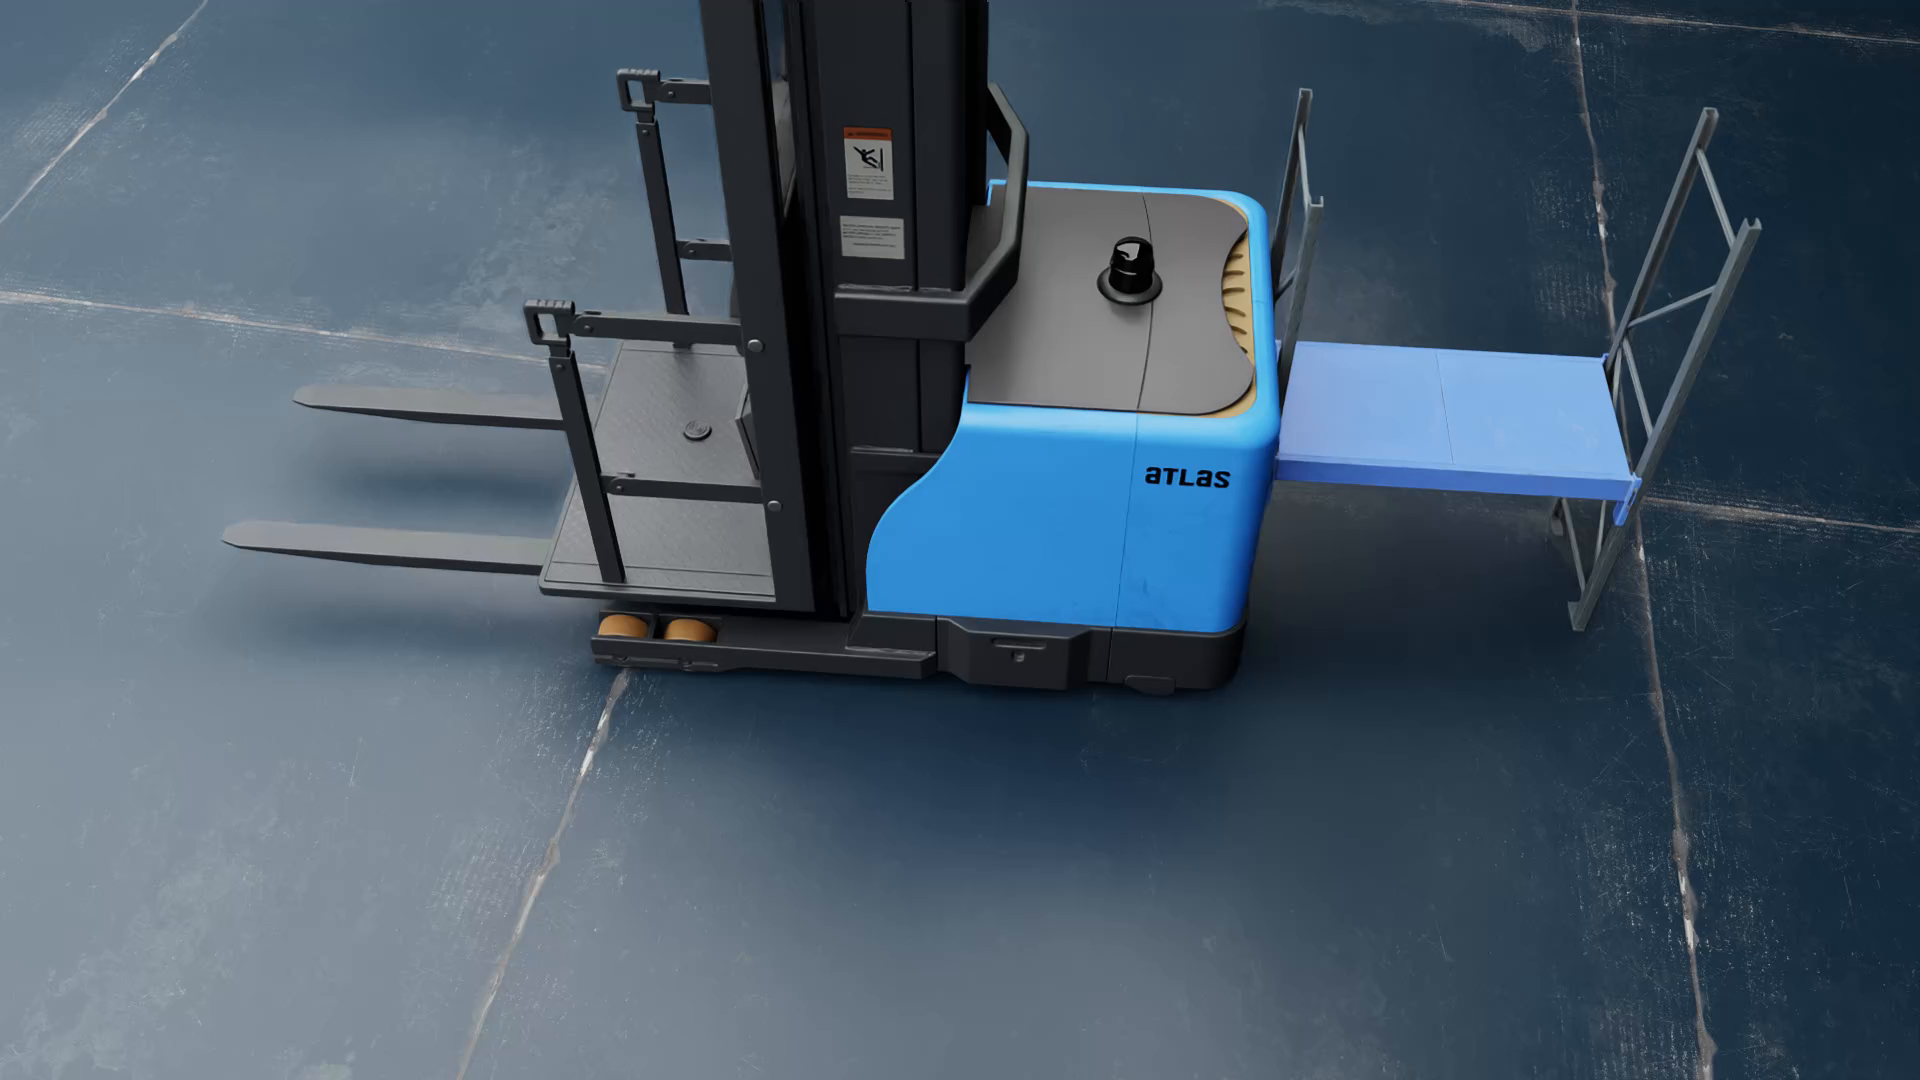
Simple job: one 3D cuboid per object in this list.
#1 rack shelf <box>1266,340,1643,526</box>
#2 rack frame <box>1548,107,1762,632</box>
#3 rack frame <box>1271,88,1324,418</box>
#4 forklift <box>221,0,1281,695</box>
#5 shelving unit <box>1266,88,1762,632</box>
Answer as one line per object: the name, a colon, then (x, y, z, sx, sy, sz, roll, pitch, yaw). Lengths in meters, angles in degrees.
rack shelf: (1.375, -0.323, 4.773, 1.000, 0.185, 0.538, 4, 48, 3)
rack frame: (1.881, -0.411, 4.611, 0.032, 1.500, 0.500, 4, 48, 3)
rack frame: (0.868, -0.475, 4.668, 0.032, 1.500, 0.500, 4, 48, 3)
forklift: (-0.666, -0.981, 4.161, 3.031, 2.935, 1.130, 4, 48, 3)
shelving unit: (1.375, -0.443, 4.640, 1.048, 1.500, 0.538, 4, 48, 3)
